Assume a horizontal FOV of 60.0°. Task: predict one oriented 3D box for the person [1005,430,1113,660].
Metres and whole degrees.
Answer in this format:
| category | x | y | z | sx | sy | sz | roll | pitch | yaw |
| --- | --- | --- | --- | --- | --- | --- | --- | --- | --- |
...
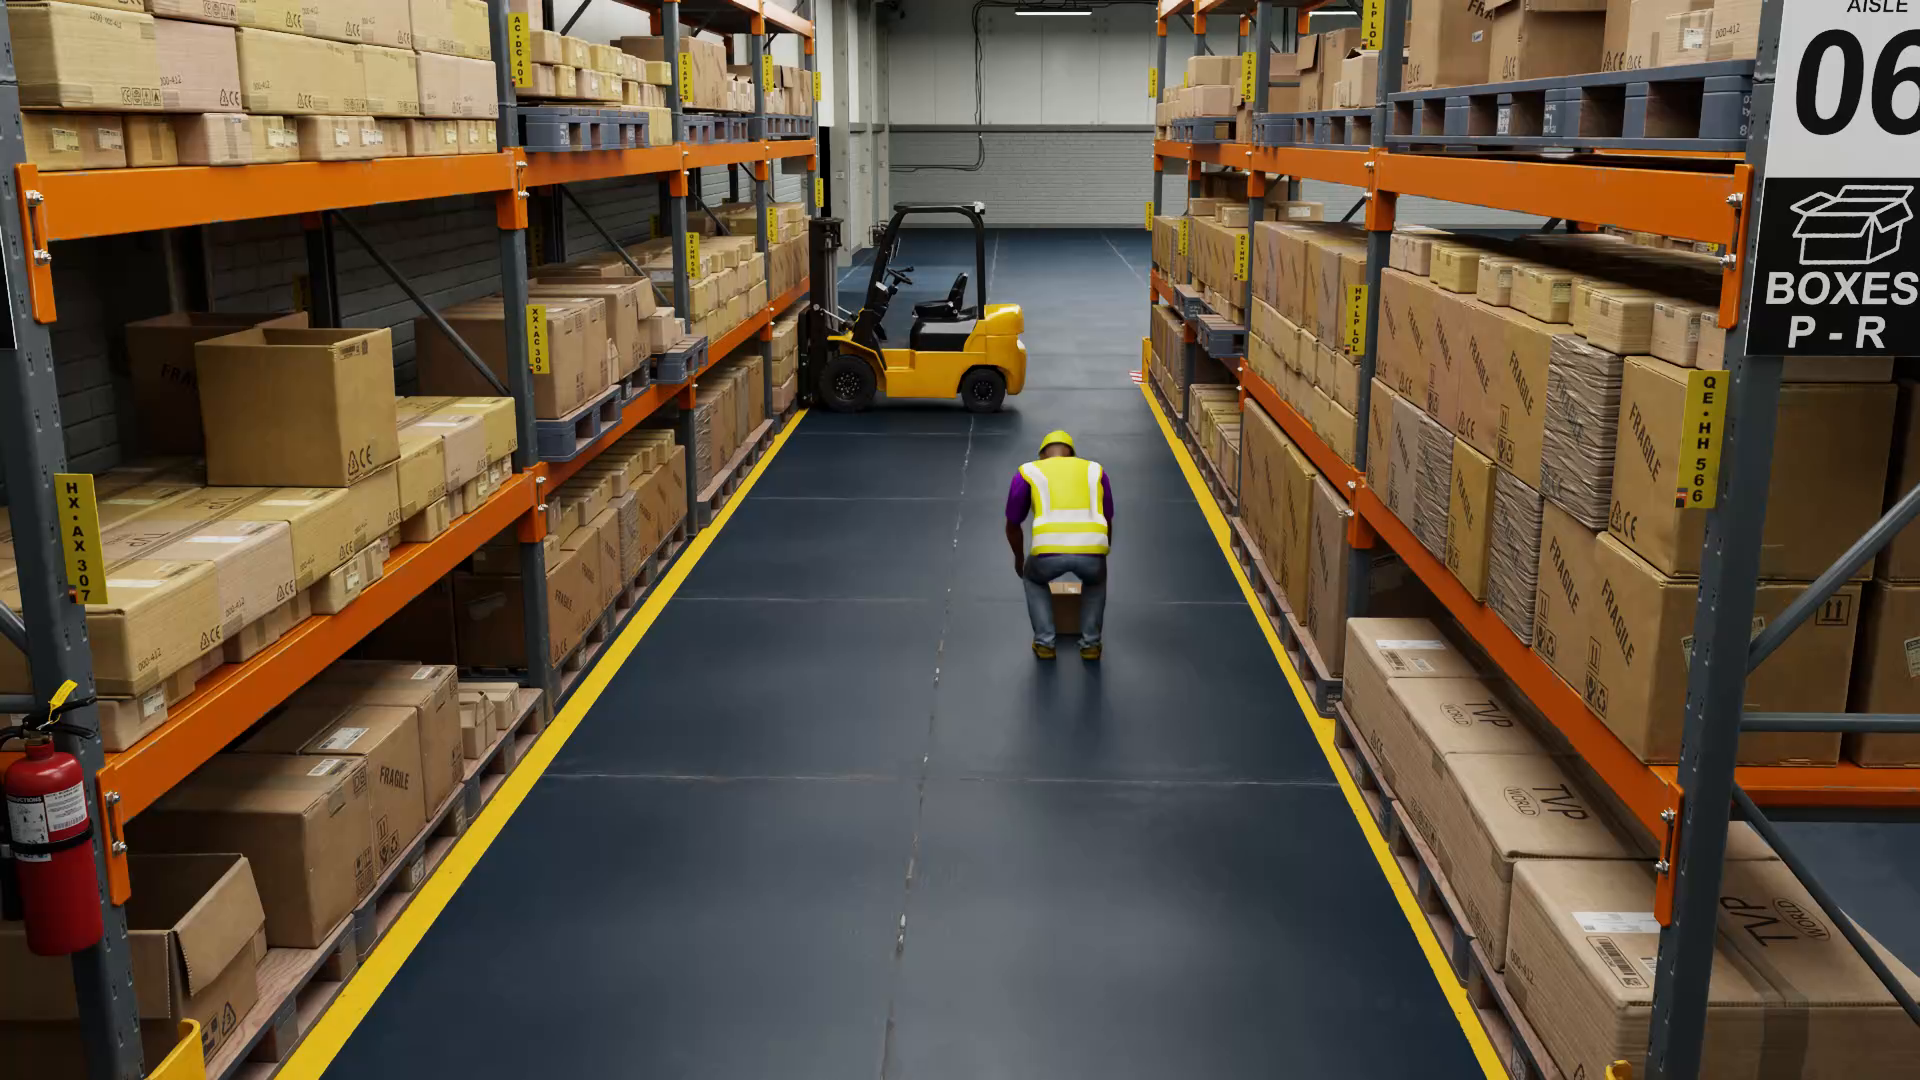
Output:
| category | x | y | z | sx | sy | sz | roll | pitch | yaw |
| --- | --- | --- | --- | --- | --- | --- | --- | --- | --- |
| person | 0.567 | 0.032 | 9.464 | 0.622 | 1.222 | 0.838 | 0 | 14 | 1 |
